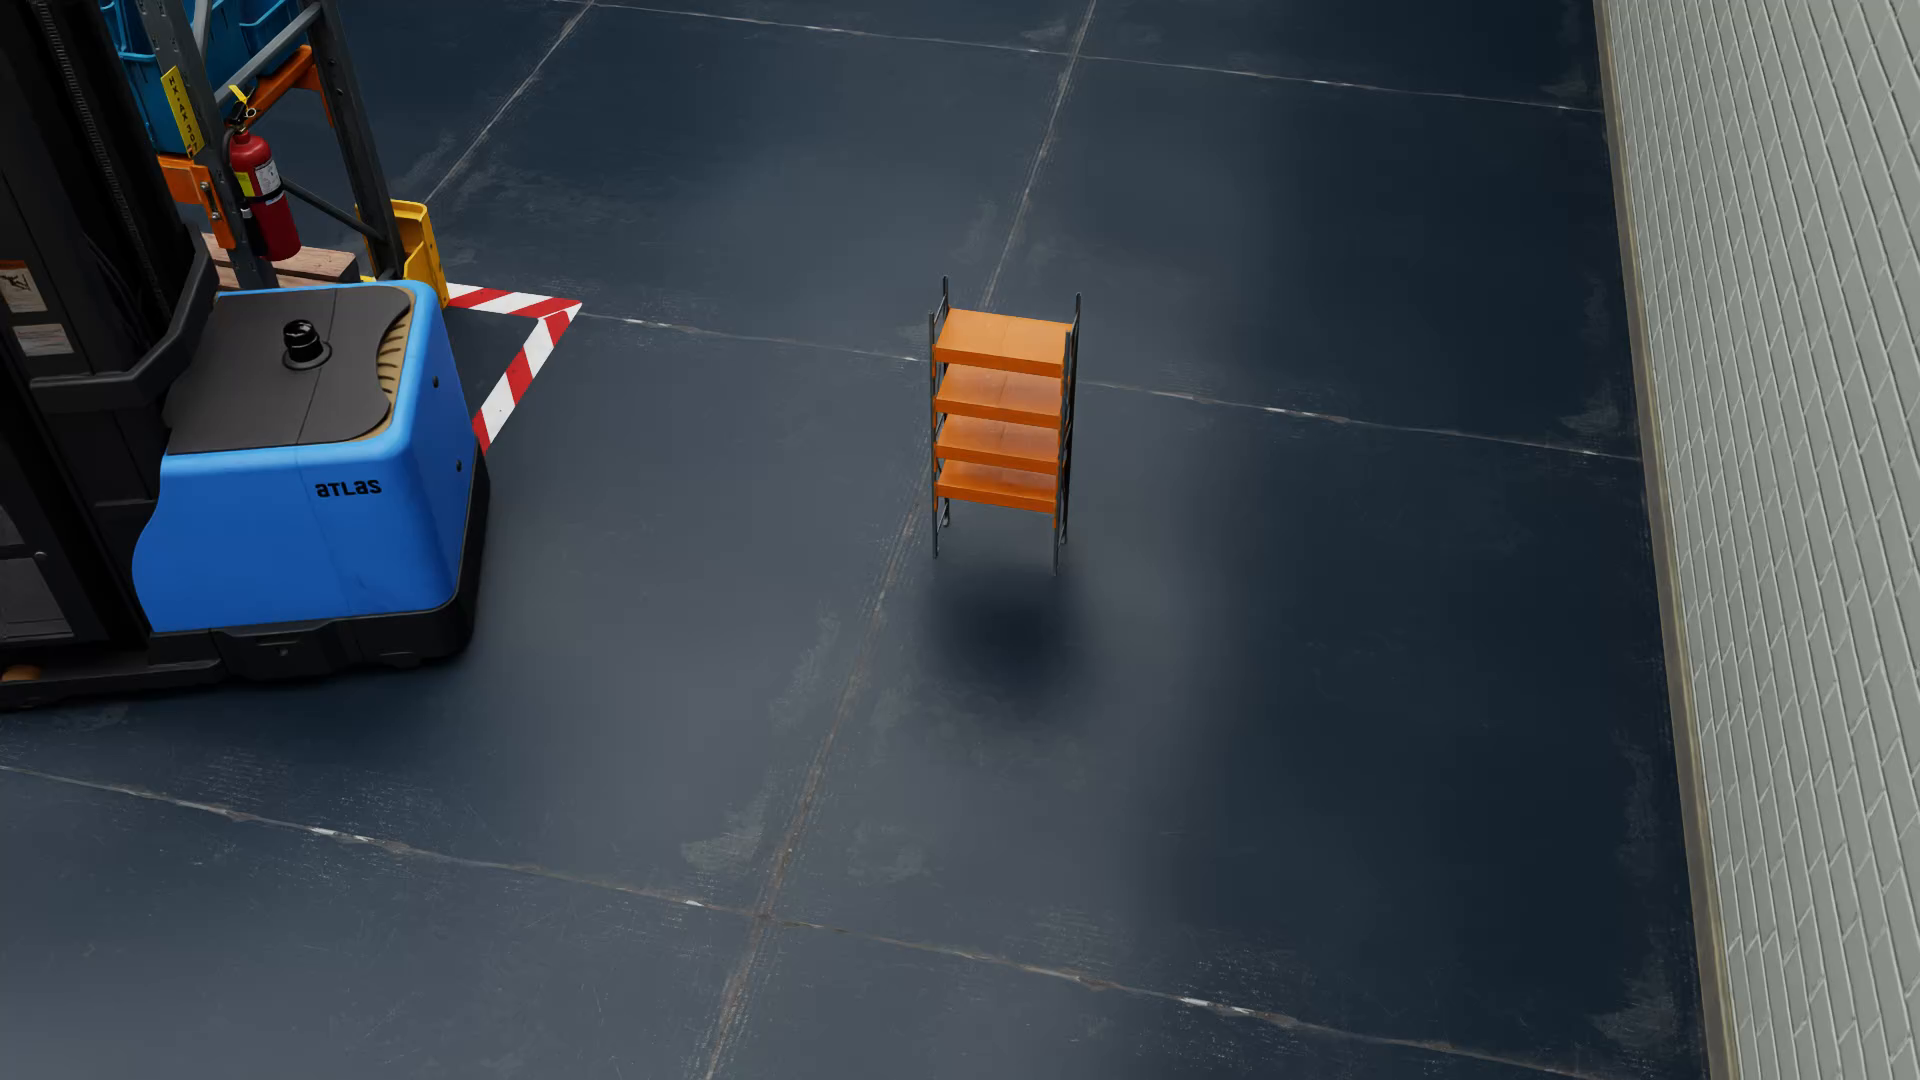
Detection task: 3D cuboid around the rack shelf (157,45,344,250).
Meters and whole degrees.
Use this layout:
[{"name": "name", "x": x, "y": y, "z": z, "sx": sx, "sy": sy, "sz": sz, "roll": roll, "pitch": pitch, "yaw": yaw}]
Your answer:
[{"name": "rack shelf", "x": -4.696, "y": -1.927, "z": 7.108, "sx": 4.000, "sy": 0.370, "sz": 1.077, "roll": 9, "pitch": 45, "yaw": 9}]

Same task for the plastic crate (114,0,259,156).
[{"name": "plastic crate", "x": -3.111, "y": -1.842, "z": 6.432, "sx": 0.499, "sy": 0.435, "sz": 0.616, "roll": 9, "pitch": 45, "yaw": 9}]

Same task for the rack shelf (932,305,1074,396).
[{"name": "rack shelf", "x": 0.162, "y": -0.690, "z": 6.035, "sx": 0.480, "sy": 0.148, "sz": 0.258, "roll": 9, "pitch": 45, "yaw": 9}]

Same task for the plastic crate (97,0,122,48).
[{"name": "plastic crate", "x": -3.555, "y": -2.204, "z": 6.955, "sx": 0.300, "sy": 0.233, "sz": 0.416, "roll": 9, "pitch": 45, "yaw": 9}]

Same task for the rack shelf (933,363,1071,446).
[{"name": "rack shelf", "x": 0.162, "y": -0.520, "z": 6.199, "sx": 0.480, "sy": 0.148, "sz": 0.258, "roll": 9, "pitch": 45, "yaw": 9}]

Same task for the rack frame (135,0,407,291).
[{"name": "rack frame", "x": -2.744, "y": -1.883, "z": 6.543, "sx": 0.127, "sy": 3.000, "sz": 1.000, "roll": 9, "pitch": 45, "yaw": 9}]

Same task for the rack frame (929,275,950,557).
[{"name": "rack frame", "x": -0.077, "y": -0.444, "z": 6.346, "sx": 0.015, "sy": 1.200, "sz": 0.240, "roll": 9, "pitch": 45, "yaw": 9}]

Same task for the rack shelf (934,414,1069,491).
[{"name": "rack shelf", "x": 0.162, "y": -0.359, "z": 6.355, "sx": 0.480, "sy": 0.148, "sz": 0.258, "roll": 9, "pitch": 45, "yaw": 9}]

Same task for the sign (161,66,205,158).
[{"name": "sign", "x": -2.848, "y": -1.567, "z": 6.098, "sx": 0.005, "sy": 0.325, "sz": 0.100, "roll": 9, "pitch": 45, "yaw": 9}]

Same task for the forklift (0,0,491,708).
[{"name": "forklift", "x": -3.396, "y": -0.814, "z": 5.482, "sx": 3.031, "sy": 2.935, "sz": 1.130, "roll": -5, "pitch": 44, "yaw": -5}]

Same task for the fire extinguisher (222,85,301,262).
[{"name": "fire extinguisher", "x": -2.696, "y": -1.391, "z": 6.356, "sx": 0.183, "sy": 0.674, "sz": 0.296, "roll": 9, "pitch": 45, "yaw": 9}]

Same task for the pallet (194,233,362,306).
[{"name": "pallet", "x": -3.540, "y": -1.030, "z": 7.668, "sx": 1.213, "sy": 0.211, "sz": 1.003, "roll": 9, "pitch": 45, "yaw": 9}]

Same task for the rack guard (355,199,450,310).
[{"name": "rack guard", "x": -2.718, "y": -0.988, "z": 7.416, "sx": 0.348, "sy": 0.500, "sz": 1.175, "roll": 9, "pitch": 45, "yaw": 9}]

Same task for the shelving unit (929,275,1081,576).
[{"name": "shelving unit", "x": 0.162, "y": -0.407, "z": 6.308, "sx": 0.503, "sy": 1.200, "sz": 0.258, "roll": 9, "pitch": 45, "yaw": 9}]

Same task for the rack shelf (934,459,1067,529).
[{"name": "rack shelf", "x": 0.162, "y": -0.216, "z": 6.492, "sx": 0.480, "sy": 0.148, "sz": 0.258, "roll": 9, "pitch": 45, "yaw": 9}]

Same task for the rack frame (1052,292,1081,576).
[{"name": "rack frame", "x": 0.400, "y": -0.370, "z": 6.269, "sx": 0.015, "sy": 1.200, "sz": 0.240, "roll": 9, "pitch": 45, "yaw": 9}]

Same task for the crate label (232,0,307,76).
[{"name": "crate label", "x": -2.913, "y": -2.105, "z": 6.851, "sx": 0.303, "sy": 0.233, "sz": 0.416, "roll": 9, "pitch": 45, "yaw": 9}]
